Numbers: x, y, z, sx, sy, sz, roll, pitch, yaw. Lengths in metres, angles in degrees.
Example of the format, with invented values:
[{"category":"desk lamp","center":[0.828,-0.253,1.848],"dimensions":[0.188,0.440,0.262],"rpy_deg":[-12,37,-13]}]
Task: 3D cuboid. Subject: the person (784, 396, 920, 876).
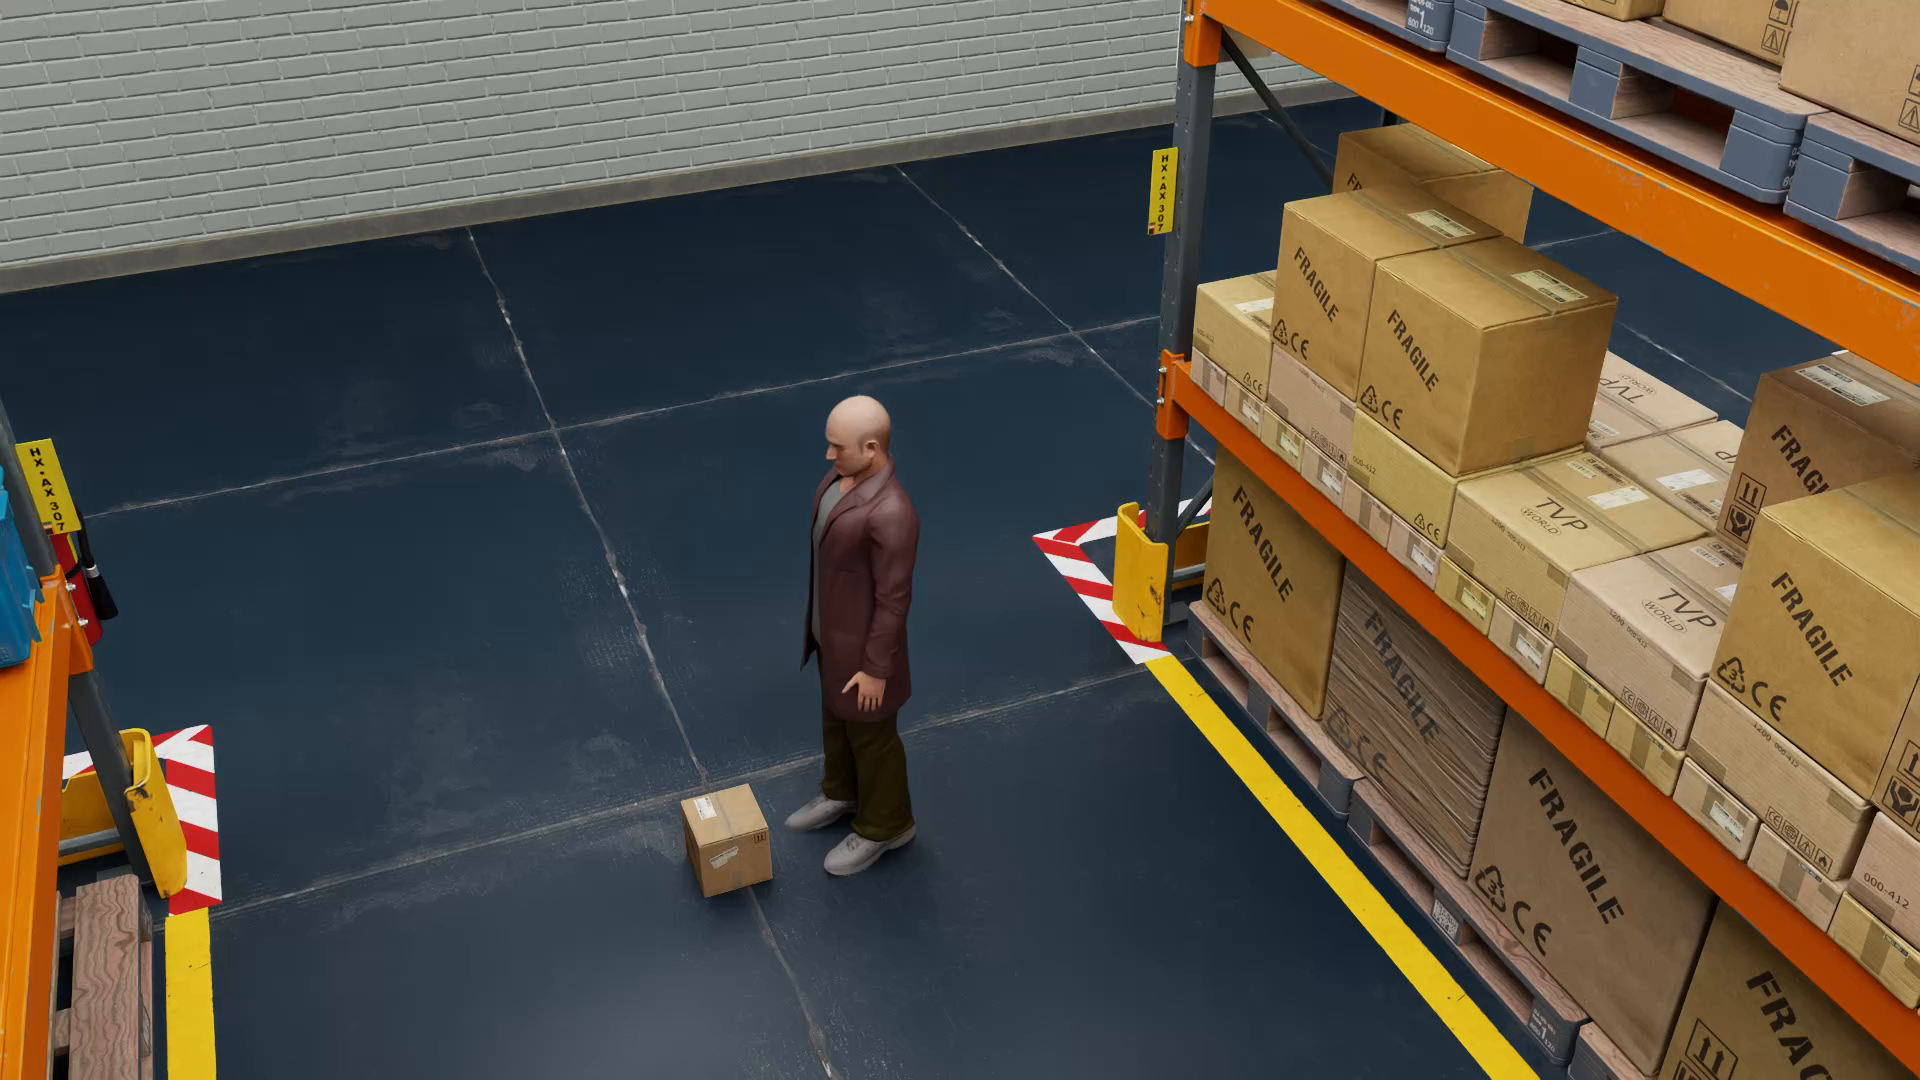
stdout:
[{"category":"person","center":[-0.390,0.341,5.640],"dimensions":[0.454,1.812,0.602],"rpy_deg":[-12,35,-18]}]
